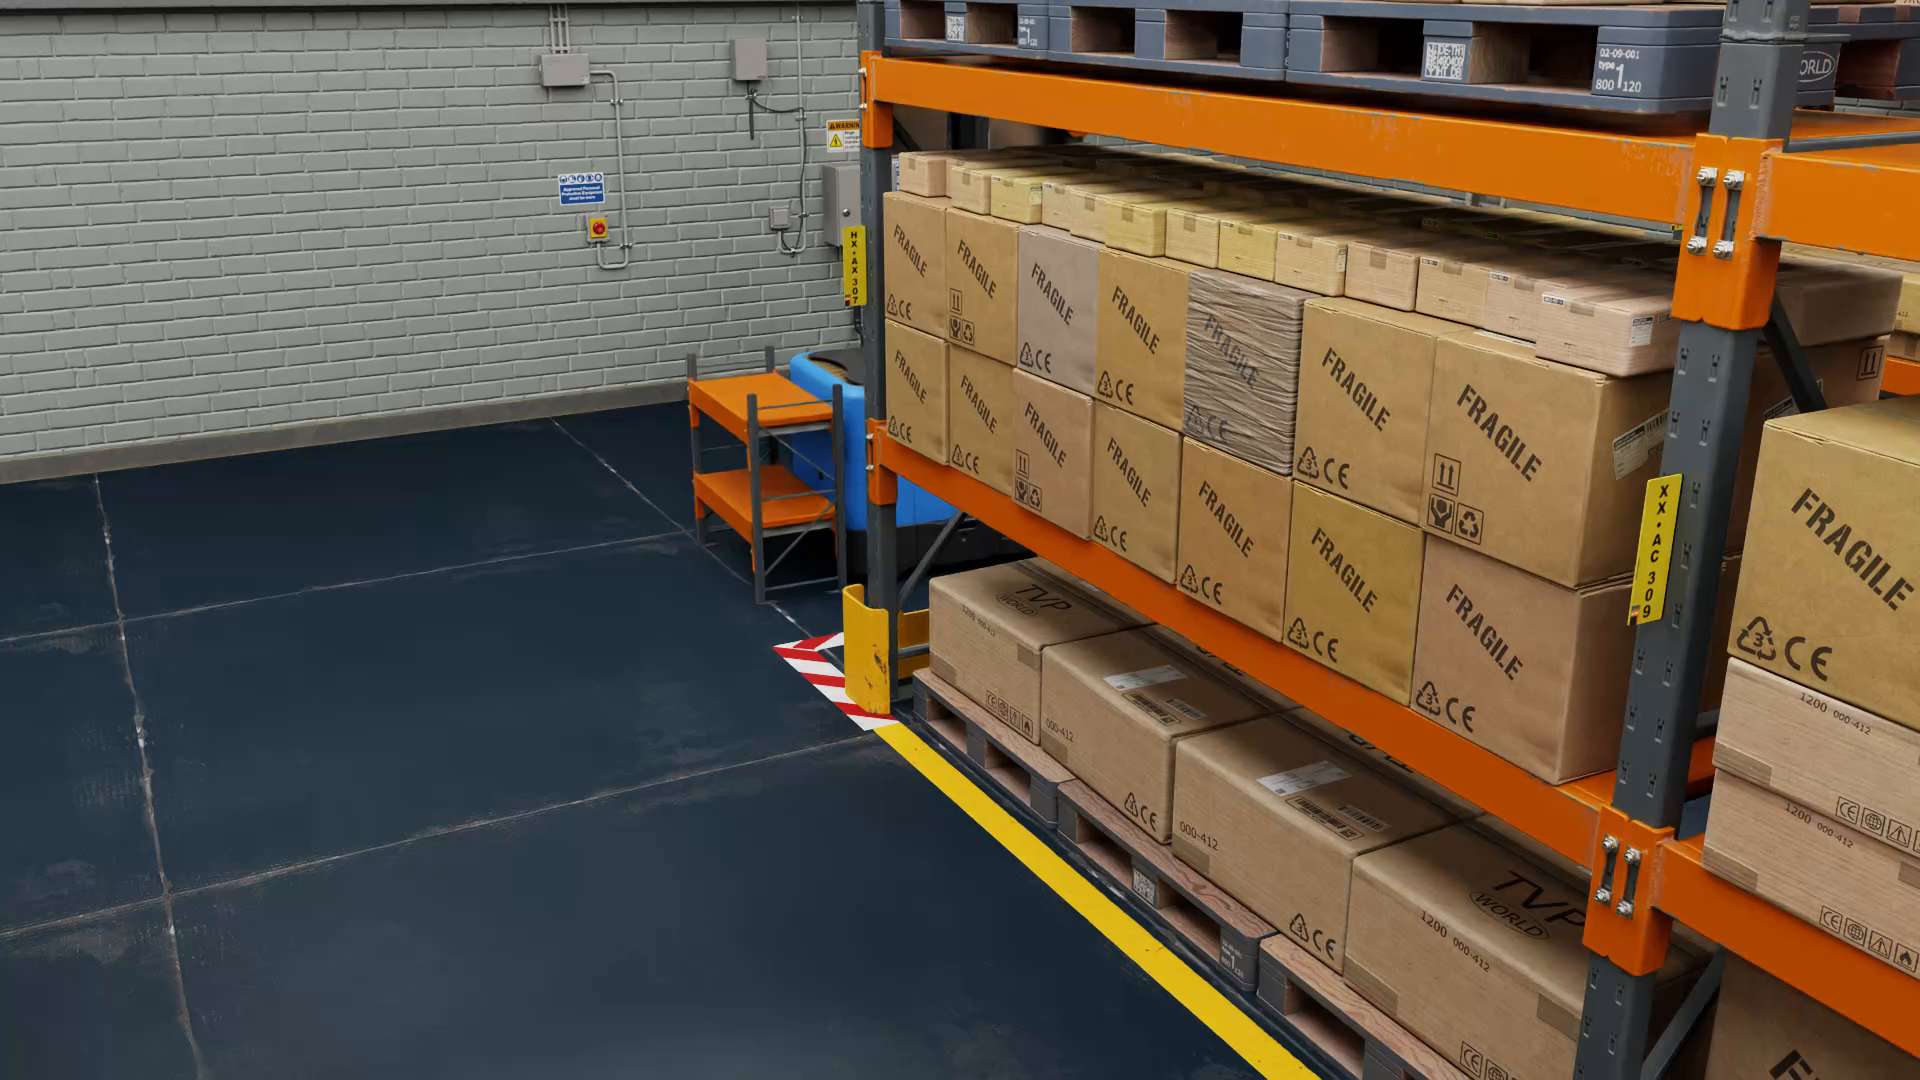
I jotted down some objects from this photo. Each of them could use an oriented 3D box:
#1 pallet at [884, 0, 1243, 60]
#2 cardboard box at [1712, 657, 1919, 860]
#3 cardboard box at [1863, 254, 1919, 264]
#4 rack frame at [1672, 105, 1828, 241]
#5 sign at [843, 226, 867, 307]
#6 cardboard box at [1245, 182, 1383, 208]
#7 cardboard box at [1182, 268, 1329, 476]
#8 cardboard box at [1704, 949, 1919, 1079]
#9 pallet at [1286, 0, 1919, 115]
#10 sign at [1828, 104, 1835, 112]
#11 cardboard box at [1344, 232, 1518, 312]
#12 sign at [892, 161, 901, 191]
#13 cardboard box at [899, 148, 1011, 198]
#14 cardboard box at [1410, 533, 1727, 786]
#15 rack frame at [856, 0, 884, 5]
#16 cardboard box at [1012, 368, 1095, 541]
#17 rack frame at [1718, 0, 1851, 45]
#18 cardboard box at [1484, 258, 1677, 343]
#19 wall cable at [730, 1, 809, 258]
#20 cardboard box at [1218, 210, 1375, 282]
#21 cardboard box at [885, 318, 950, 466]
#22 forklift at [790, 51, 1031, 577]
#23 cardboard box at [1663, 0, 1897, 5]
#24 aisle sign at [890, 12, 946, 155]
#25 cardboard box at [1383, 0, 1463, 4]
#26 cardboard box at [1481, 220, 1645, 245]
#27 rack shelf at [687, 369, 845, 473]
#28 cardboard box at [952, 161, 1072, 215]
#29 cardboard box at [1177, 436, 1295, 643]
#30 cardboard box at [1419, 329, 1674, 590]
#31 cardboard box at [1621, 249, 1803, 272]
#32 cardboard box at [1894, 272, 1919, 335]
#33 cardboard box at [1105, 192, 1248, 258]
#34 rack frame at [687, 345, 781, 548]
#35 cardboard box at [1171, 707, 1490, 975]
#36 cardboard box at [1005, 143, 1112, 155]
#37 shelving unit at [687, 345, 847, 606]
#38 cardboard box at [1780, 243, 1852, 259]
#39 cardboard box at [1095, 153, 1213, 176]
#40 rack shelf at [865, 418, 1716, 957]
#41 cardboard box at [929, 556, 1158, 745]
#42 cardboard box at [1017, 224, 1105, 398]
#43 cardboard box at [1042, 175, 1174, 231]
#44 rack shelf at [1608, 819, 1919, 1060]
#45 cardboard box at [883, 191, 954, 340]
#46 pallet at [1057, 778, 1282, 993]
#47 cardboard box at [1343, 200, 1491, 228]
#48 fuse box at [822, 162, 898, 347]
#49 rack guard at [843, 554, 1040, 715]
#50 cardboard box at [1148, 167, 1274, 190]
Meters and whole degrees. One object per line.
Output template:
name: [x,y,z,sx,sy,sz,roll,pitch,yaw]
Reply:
pallet: [0.420,-1.930,6.163,1.003,0.211,1.213,-10,21,-27]
cardboard box: [1.918,0.388,3.373,0.500,0.250,0.500,-11,22,-28]
cardboard box: [5.120,-1.366,8.765,0.500,0.250,0.500,-10,21,-26]
rack frame: [4.425,-1.535,9.482,1.000,3.000,0.127,-10,21,-27]
sign: [-0.433,-1.128,6.852,0.100,0.325,0.005,-10,21,-27]
cardboard box: [1.167,-1.084,5.493,0.380,0.149,0.250,-9,21,-25]
cardboard box: [1.007,-0.521,4.857,0.500,0.500,0.500,-10,21,-26]
cardboard box: [2.322,1.354,3.721,0.875,0.875,0.875,-9,21,-25]
pallet: [1.578,-1.230,4.133,1.003,0.211,1.213,-10,21,-27]
sign: [4.923,-2.312,9.474,0.100,0.325,0.005,-10,21,-27]
cardboard box: [1.256,-0.718,4.434,0.380,0.149,0.250,-10,21,-27]
sign: [-0.386,-2.755,13.162,0.329,0.494,0.001,-10,21,-27]
cardboard box: [-0.017,-1.447,6.546,0.380,0.149,0.250,-9,21,-26]
cardboard box: [1.512,0.242,4.178,0.500,0.500,0.500,-10,21,-26]
rack frame: [0.058,-3.601,6.272,1.000,3.000,0.127,-10,21,-27]
cardboard box: [0.524,-0.341,5.867,0.500,0.500,0.500,-10,21,-27]
rack frame: [1.958,-2.453,2.944,1.000,3.000,0.127,-10,21,-27]
cardboard box: [1.501,-0.575,4.019,0.380,0.149,0.250,-9,21,-25]
wall cable: [-1.397,-3.084,12.412,0.588,1.984,0.122,-10,21,-27]
cardboard box: [0.980,-0.859,4.843,0.380,0.149,0.250,-10,22,-28]
cardboard box: [0.033,-0.630,6.706,0.500,0.500,0.500,-10,21,-27]
forklift: [0.586,-1.484,9.440,3.031,2.935,1.130,-8,21,-23]
cardboard box: [1.863,-1.529,3.916,0.500,0.500,0.500,-10,21,-26]
aisle sign: [-0.231,-1.970,6.756,0.394,0.787,0.004,-10,21,-27]
cardboard box: [1.247,-1.372,3.997,0.380,0.149,0.250,-9,21,-25]
cardboard box: [1.678,-0.793,4.651,0.380,0.149,0.250,-10,21,-27]
rack shelf: [-1.054,-0.654,8.905,0.538,0.278,1.000,-9,21,-24]
cardboard box: [0.193,-1.290,6.092,0.380,0.149,0.250,-9,21,-25]
cardboard box: [1.011,-0.047,5.015,0.500,0.500,0.500,-10,22,-27]
cardboard box: [1.490,-0.230,4.012,0.500,0.500,0.500,-10,21,-27]
cardboard box: [1.900,-0.645,4.223,0.380,0.149,0.250,-10,21,-26]
cardboard box: [4.886,-1.143,8.120,0.500,0.250,0.500,-10,22,-28]
cardboard box: [0.682,-0.995,5.237,0.380,0.149,0.250,-11,22,-28]
rack frame: [-1.275,-0.527,9.433,0.500,1.125,0.032,-9,21,-24]
cardboard box: [1.328,0.942,5.587,0.875,0.438,0.875,-11,22,-28]
cardboard box: [0.405,-1.520,6.757,0.380,0.149,0.250,-10,21,-26]
shelving unit: [-1.053,-0.378,9.000,0.538,1.125,1.048,-9,21,-24]
cardboard box: [4.403,-1.433,8.959,0.500,0.250,0.500,-10,21,-26]
cardboard box: [0.743,-1.390,6.379,0.380,0.149,0.250,-10,22,-27]
rack shelf: [1.008,0.149,5.704,1.077,0.370,4.000,-10,21,-27]
cardboard box: [0.459,0.421,7.096,0.875,0.438,0.875,-11,22,-28]
cardboard box: [0.538,-0.809,5.693,0.500,0.500,0.500,-10,21,-27]
cardboard box: [0.505,-1.150,5.686,0.380,0.149,0.250,-10,21,-26]
rack shelf: [2.907,1.297,2.376,1.077,0.370,4.000,-10,21,-27]
cardboard box: [0.035,-1.103,6.544,0.500,0.500,0.500,-11,22,-28]
pallet: [1.082,1.120,6.062,1.003,0.211,1.213,-10,21,-27]
cardboard box: [1.385,-0.933,5.057,0.380,0.149,0.250,-10,21,-27]
fuse box: [-0.722,-2.055,12.963,0.539,1.711,0.414,-10,21,-27]
rack guard: [0.047,0.409,7.678,1.175,0.500,0.348,-10,21,-27]
cardboard box: [0.888,-1.225,5.902,0.380,0.149,0.250,-10,22,-27]
